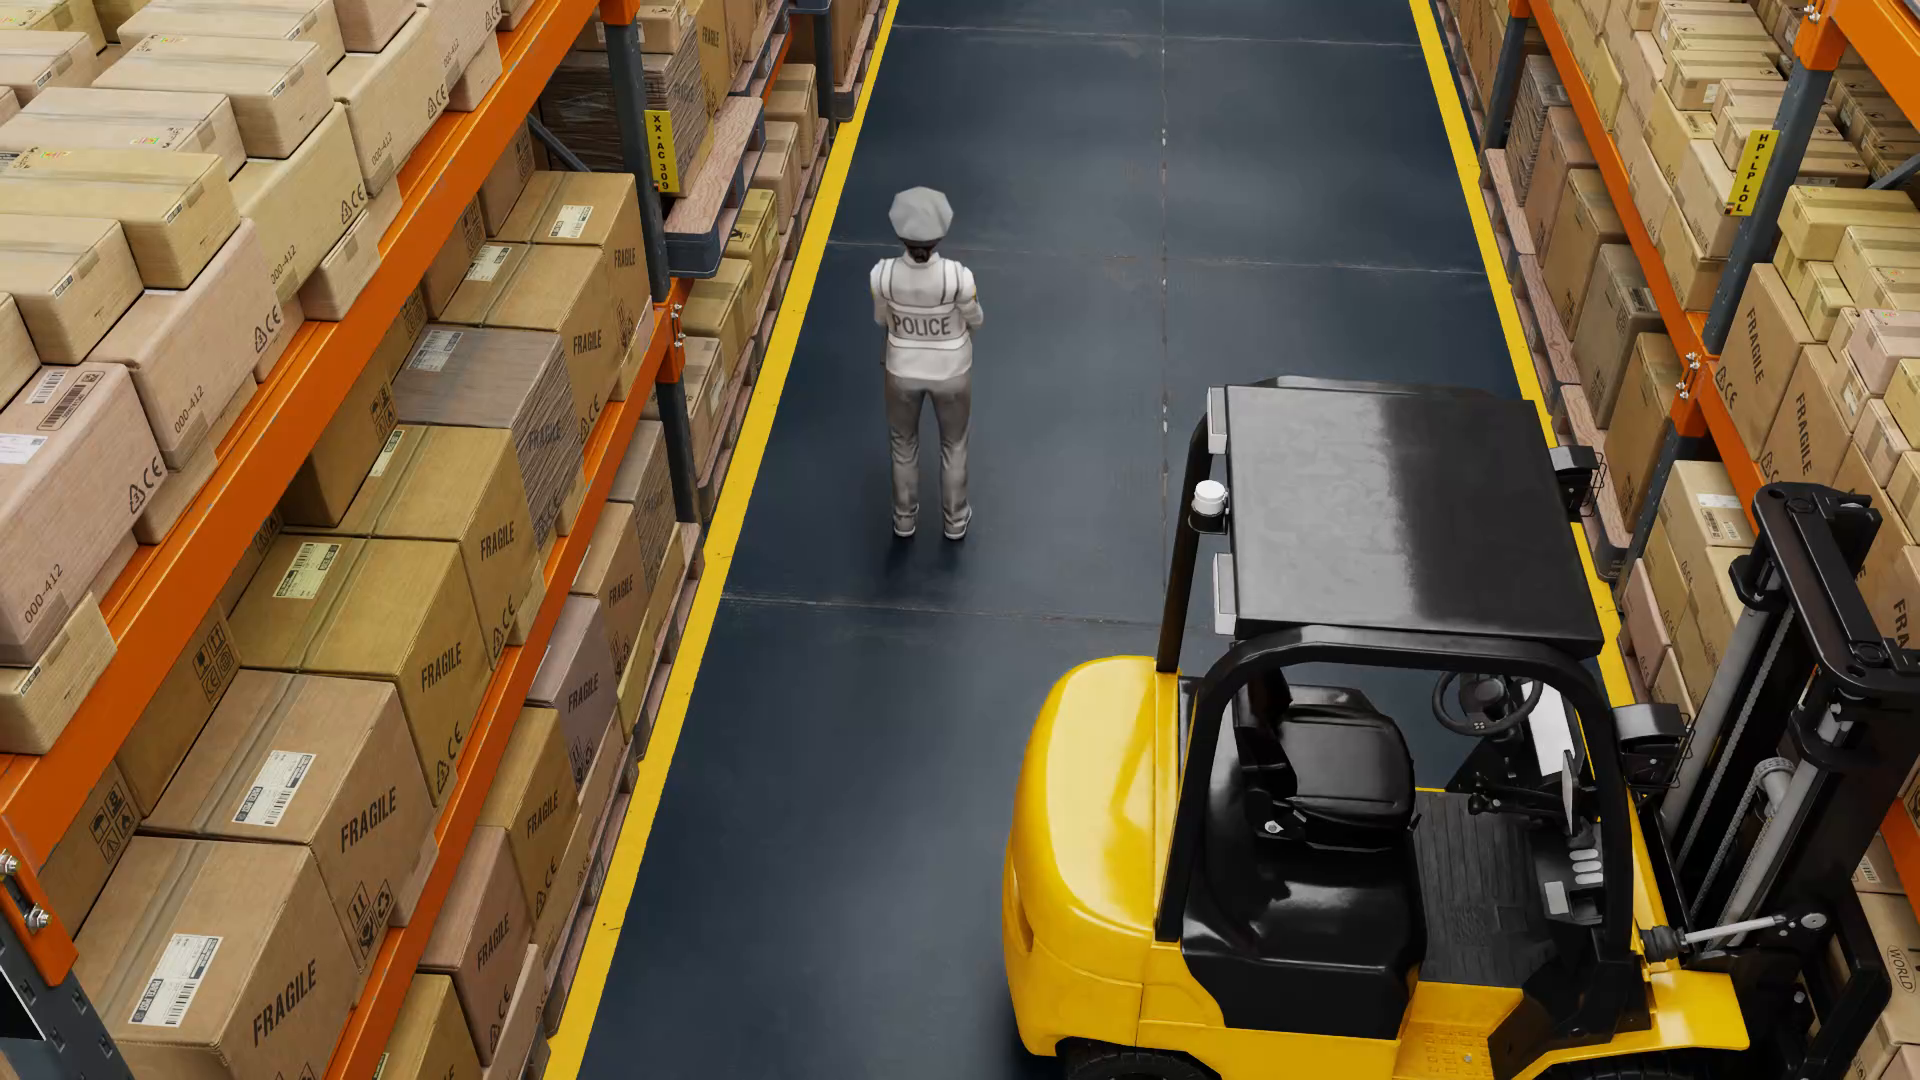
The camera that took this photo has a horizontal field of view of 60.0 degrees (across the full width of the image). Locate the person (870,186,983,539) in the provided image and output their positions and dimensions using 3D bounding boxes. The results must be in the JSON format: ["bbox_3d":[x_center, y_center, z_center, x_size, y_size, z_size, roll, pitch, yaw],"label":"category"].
[{"bbox_3d":[-0.129,-0.763,7.039,0.458,1.689,0.543,3,40,4],"label":"person"}]
